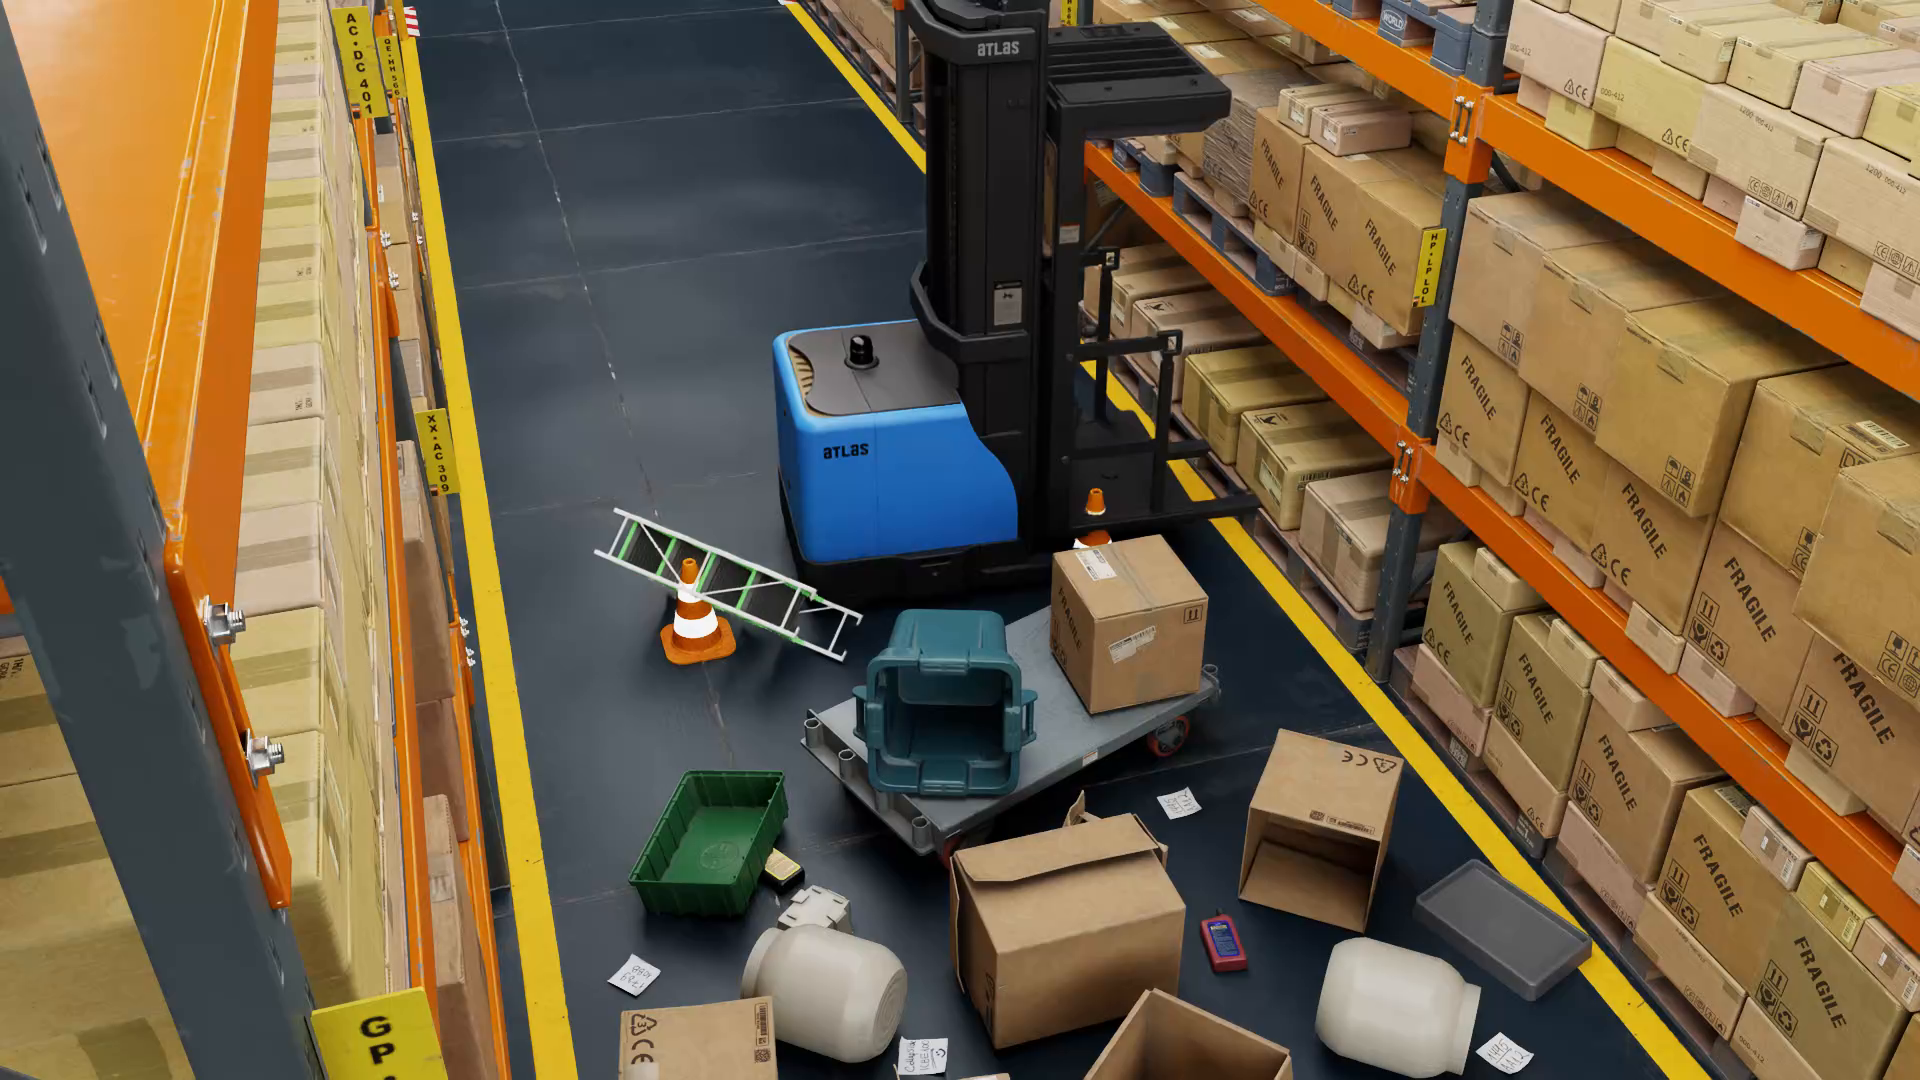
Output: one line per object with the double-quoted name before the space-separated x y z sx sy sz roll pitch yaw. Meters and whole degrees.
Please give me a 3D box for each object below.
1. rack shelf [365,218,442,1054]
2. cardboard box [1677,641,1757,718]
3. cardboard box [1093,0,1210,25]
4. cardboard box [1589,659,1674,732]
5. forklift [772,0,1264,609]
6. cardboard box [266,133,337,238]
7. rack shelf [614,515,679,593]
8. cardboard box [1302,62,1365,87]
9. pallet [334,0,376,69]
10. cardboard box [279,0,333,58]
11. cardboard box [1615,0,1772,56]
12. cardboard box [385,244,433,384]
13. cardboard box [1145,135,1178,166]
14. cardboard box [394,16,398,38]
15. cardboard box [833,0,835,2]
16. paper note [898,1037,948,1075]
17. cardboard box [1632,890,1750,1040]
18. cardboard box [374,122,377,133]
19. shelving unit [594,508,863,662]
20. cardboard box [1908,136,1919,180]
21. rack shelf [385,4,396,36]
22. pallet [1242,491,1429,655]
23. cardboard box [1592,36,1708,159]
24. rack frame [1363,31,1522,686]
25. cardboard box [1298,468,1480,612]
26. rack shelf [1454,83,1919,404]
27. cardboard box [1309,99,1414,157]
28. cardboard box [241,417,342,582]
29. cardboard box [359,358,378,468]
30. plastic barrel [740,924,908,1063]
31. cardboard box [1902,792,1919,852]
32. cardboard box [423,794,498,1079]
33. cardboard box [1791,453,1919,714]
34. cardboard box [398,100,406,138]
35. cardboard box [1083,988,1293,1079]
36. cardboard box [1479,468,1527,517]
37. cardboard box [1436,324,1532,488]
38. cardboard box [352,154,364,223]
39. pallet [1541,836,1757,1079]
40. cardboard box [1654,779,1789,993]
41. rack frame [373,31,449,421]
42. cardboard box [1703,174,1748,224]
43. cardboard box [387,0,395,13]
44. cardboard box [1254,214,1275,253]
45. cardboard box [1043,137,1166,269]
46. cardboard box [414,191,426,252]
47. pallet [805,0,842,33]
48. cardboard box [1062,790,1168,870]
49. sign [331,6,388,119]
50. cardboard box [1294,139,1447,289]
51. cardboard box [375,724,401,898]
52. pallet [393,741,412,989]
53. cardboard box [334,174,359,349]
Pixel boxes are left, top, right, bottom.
"rack shelf" -1.680 0.293 3.518 1.077 0.370 4.000 -10 35 -15
"cardboard box" 2.668 0.434 5.601 0.380 0.149 0.250 -10 35 -15
"cardboard box" 1.090 -2.857 9.612 0.500 0.500 0.500 -11 35 -16
"cardboard box" 2.540 0.539 6.059 0.380 0.149 0.250 -8 34 -12
"forklift" 0.613 -1.297 8.055 3.031 2.935 1.130 -7 34 -10
"cardboard box" -1.491 -0.701 3.402 0.380 0.149 0.250 -10 35 -15
"rack shelf" -1.452 0.080 8.093 0.148 0.480 0.258 20 83 26
"cardboard box" 2.065 -2.119 8.495 0.500 0.500 0.500 -11 35 -17
"pallet" -2.920 -2.163 6.753 1.003 0.211 1.213 -8 34 -13
"cardboard box" -1.875 -1.364 4.405 0.380 0.149 0.250 -10 35 -15
"cardboard box" 2.357 -1.679 5.353 0.380 0.149 0.250 -11 35 -16
"cardboard box" -2.654 -0.963 7.396 0.500 0.500 0.500 -9 35 -14
"cardboard box" 1.253 -2.206 9.215 0.380 0.149 0.250 -10 35 -14
"cardboard box" -5.417 -4.733 15.396 0.380 0.149 0.250 -9 35 -13
"cardboard box" -0.971 -5.768 16.701 0.875 0.438 0.875 -11 35 -16
"paper note" -0.133 1.841 5.943 0.172 0.023 0.155 1 33 2
"cardboard box" 2.795 1.455 5.941 0.500 0.250 0.500 -11 35 -16
"cardboard box" -3.536 -2.386 9.487 0.380 0.149 0.250 -8 34 -12
"shelving unit" -1.103 0.210 7.908 1.200 0.503 0.258 20 83 26
"cardboard box" 2.729 -0.998 4.323 0.380 0.149 0.250 -9 35 -14
"rack shelf" -5.341 -4.756 13.879 1.077 0.370 4.000 -10 35 -15
"pallet" 2.154 0.064 8.462 1.003 0.211 1.213 -10 35 -15
"cardboard box" 2.433 -1.458 5.381 0.500 0.250 0.500 -10 35 -15
"rack frame" 2.393 -0.691 7.075 1.000 3.000 0.127 -10 35 -15
"cardboard box" 2.231 -0.045 8.100 0.950 0.372 0.625 -10 35 -14
"rack shelf" 3.003 -0.593 4.858 1.077 0.370 4.000 -10 35 -15
"cardboard box" 1.814 -1.867 7.525 0.380 0.149 0.250 -11 35 -16
"cardboard box" -1.099 -0.030 2.386 0.380 0.149 0.250 -10 35 -14
"cardboard box" -1.408 -0.231 3.414 0.380 0.149 0.250 -10 35 -15
"plastic barrel" -0.483 1.607 5.935 0.512 0.421 0.421 13 36 18
"cardboard box" 3.037 0.741 4.548 0.500 0.500 0.500 -10 35 -15
"cardboard box" -1.444 0.990 3.416 0.875 0.550 0.550 -10 35 -15
"cardboard box" 2.849 0.077 4.645 0.700 0.500 0.500 -10 35 -15
"cardboard box" -4.119 -2.831 11.519 0.500 0.250 0.500 -8 34 -12
"cardboard box" 0.666 1.954 5.337 0.637 0.503 0.797 19 38 26
"cardboard box" 2.310 -0.243 6.625 0.380 0.149 0.250 -9 35 -13
"cardboard box" 2.262 -0.579 6.545 0.500 0.500 0.500 -10 35 -15
"cardboard box" -1.798 -0.900 4.426 0.380 0.149 0.250 -9 35 -14
"pallet" 3.007 1.460 6.348 1.003 0.211 1.213 -10 35 -15
"cardboard box" 2.811 1.152 5.719 0.500 0.500 0.500 -11 35 -16
"rack frame" -3.510 -1.906 8.913 1.000 3.000 0.127 -10 35 -15
"cardboard box" 2.571 -1.094 5.192 0.380 0.149 0.250 -11 35 -16
"cardboard box" -5.326 -4.849 15.032 0.380 0.149 0.250 -11 35 -16
"cardboard box" 1.676 -1.523 8.182 0.380 0.149 0.250 -10 35 -15
"cardboard box" 1.041 -2.457 11.293 0.875 0.875 0.875 -10 35 -15
"cardboard box" -3.956 -2.253 11.325 0.500 0.500 0.500 -11 35 -16
"pallet" -0.949 -5.421 16.763 1.003 0.211 1.213 -10 35 -15
"cardboard box" 0.597 1.238 6.636 0.396 0.266 0.258 19 38 26
"sign" -1.762 -1.400 4.886 0.100 0.325 0.005 -10 35 -15
"cardboard box" 1.881 -1.496 7.552 0.500 0.500 0.500 -10 35 -14
"cardboard box" -1.024 0.432 2.411 0.380 0.149 0.250 -10 35 -15
"pallet" -1.306 0.692 2.341 1.003 0.211 1.213 -10 35 -15
"cardboard box" -1.591 -0.592 3.599 0.500 0.250 0.500 -10 35 -15
